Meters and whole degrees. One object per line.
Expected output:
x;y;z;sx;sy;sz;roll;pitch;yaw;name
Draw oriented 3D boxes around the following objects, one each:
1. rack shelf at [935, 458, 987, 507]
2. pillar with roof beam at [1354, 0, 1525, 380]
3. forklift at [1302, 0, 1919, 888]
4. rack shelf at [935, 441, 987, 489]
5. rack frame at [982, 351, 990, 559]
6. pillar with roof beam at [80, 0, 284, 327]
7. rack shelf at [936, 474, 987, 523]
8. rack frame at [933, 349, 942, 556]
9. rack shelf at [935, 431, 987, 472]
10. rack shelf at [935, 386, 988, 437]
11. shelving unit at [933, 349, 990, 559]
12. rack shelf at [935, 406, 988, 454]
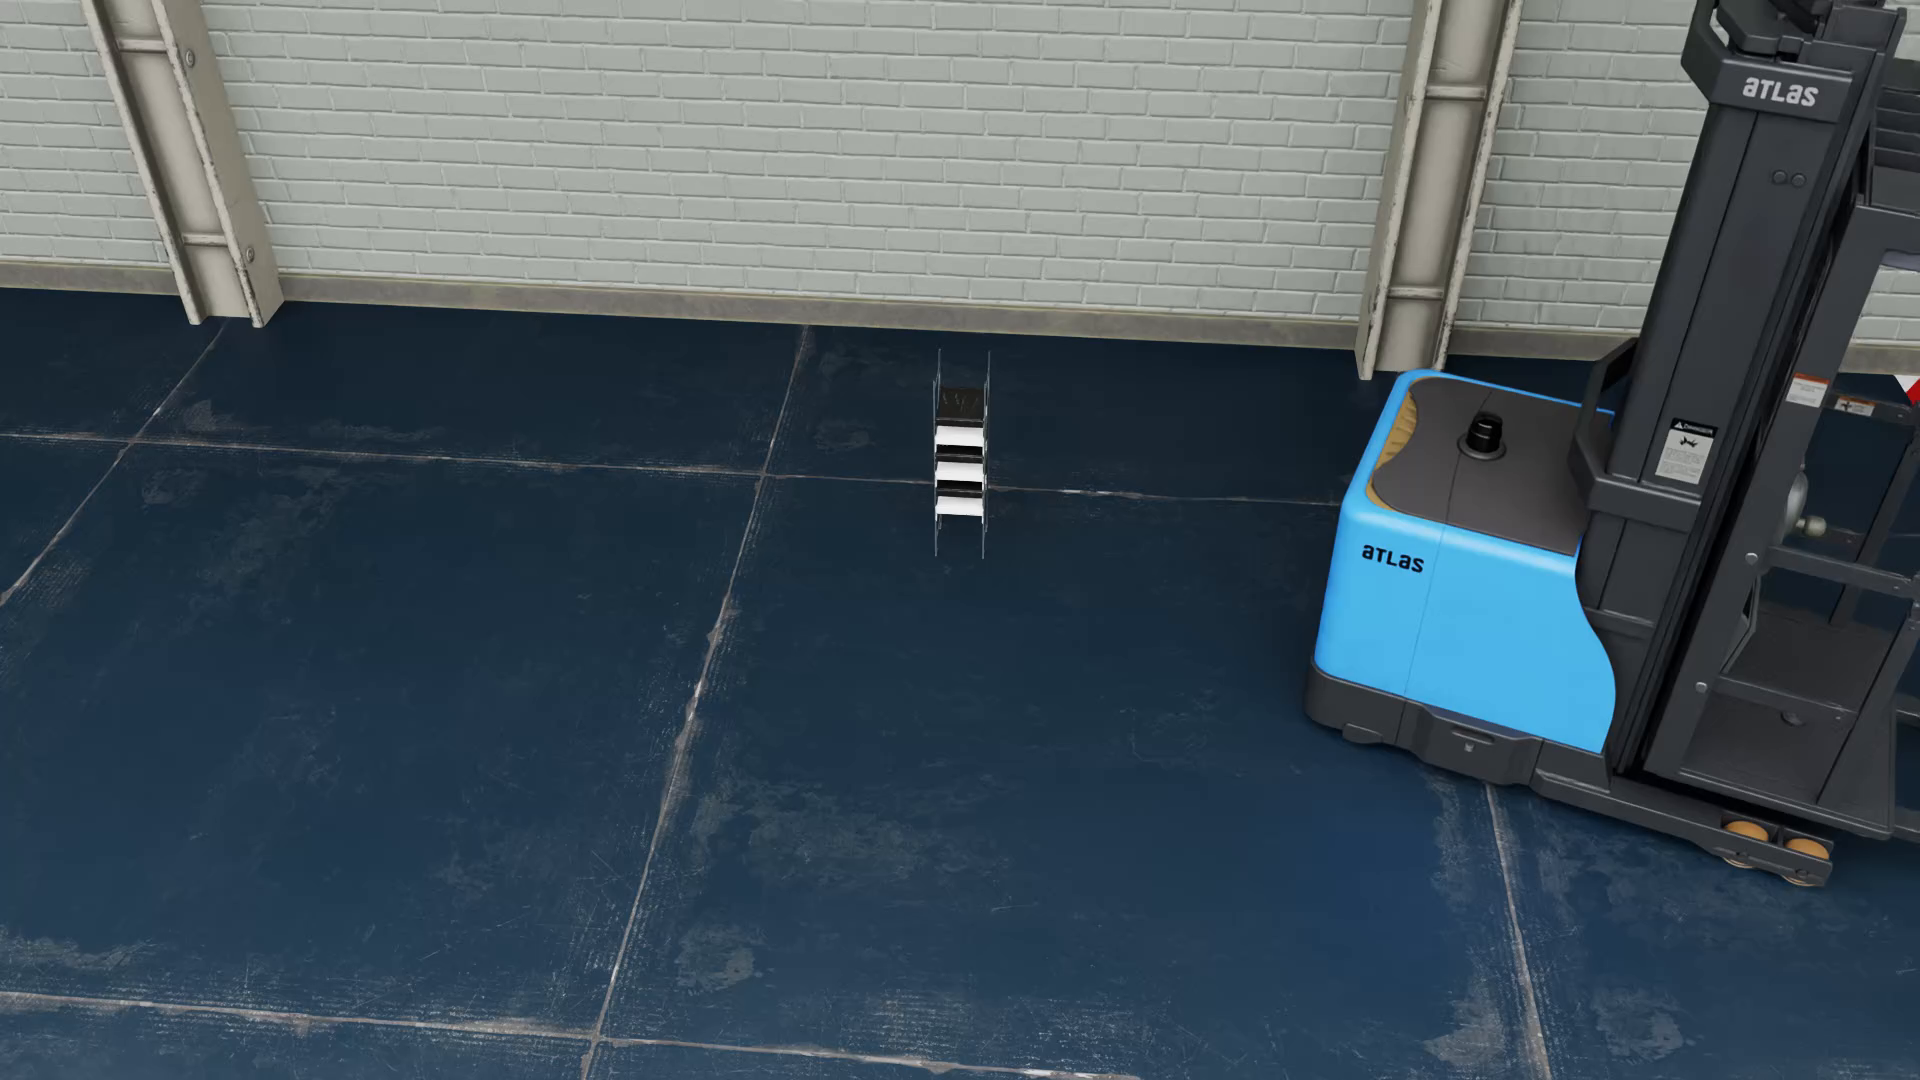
0.008;-0.253;7.043;0.200;0.077;0.258;3;39;4;rack shelf
1.818;-1.663;2.164;0.400;9.000;9.100;3;39;4;pillar with roof beam
2.869;-0.321;5.322;3.031;2.935;1.130;16;42;19;forklift
0.008;-0.323;6.986;0.200;0.077;0.258;3;39;4;rack shelf
0.109;-0.343;6.959;0.006;0.900;0.240;3;39;4;rack frame
-4.160;-1.989;2.566;0.400;9.000;9.100;3;39;4;pillar with roof beam
0.008;-0.183;7.100;0.200;0.077;0.258;3;39;4;rack shelf
-0.093;-0.354;6.972;0.006;0.900;0.240;3;39;4;rack frame
0.008;-0.393;6.930;0.200;0.077;0.258;3;39;4;rack shelf
0.008;-0.532;6.816;0.200;0.077;0.258;3;39;4;rack shelf
0.008;-0.349;6.965;0.210;0.900;0.258;3;39;4;shelving unit
0.008;-0.462;6.873;0.200;0.077;0.258;3;39;4;rack shelf
